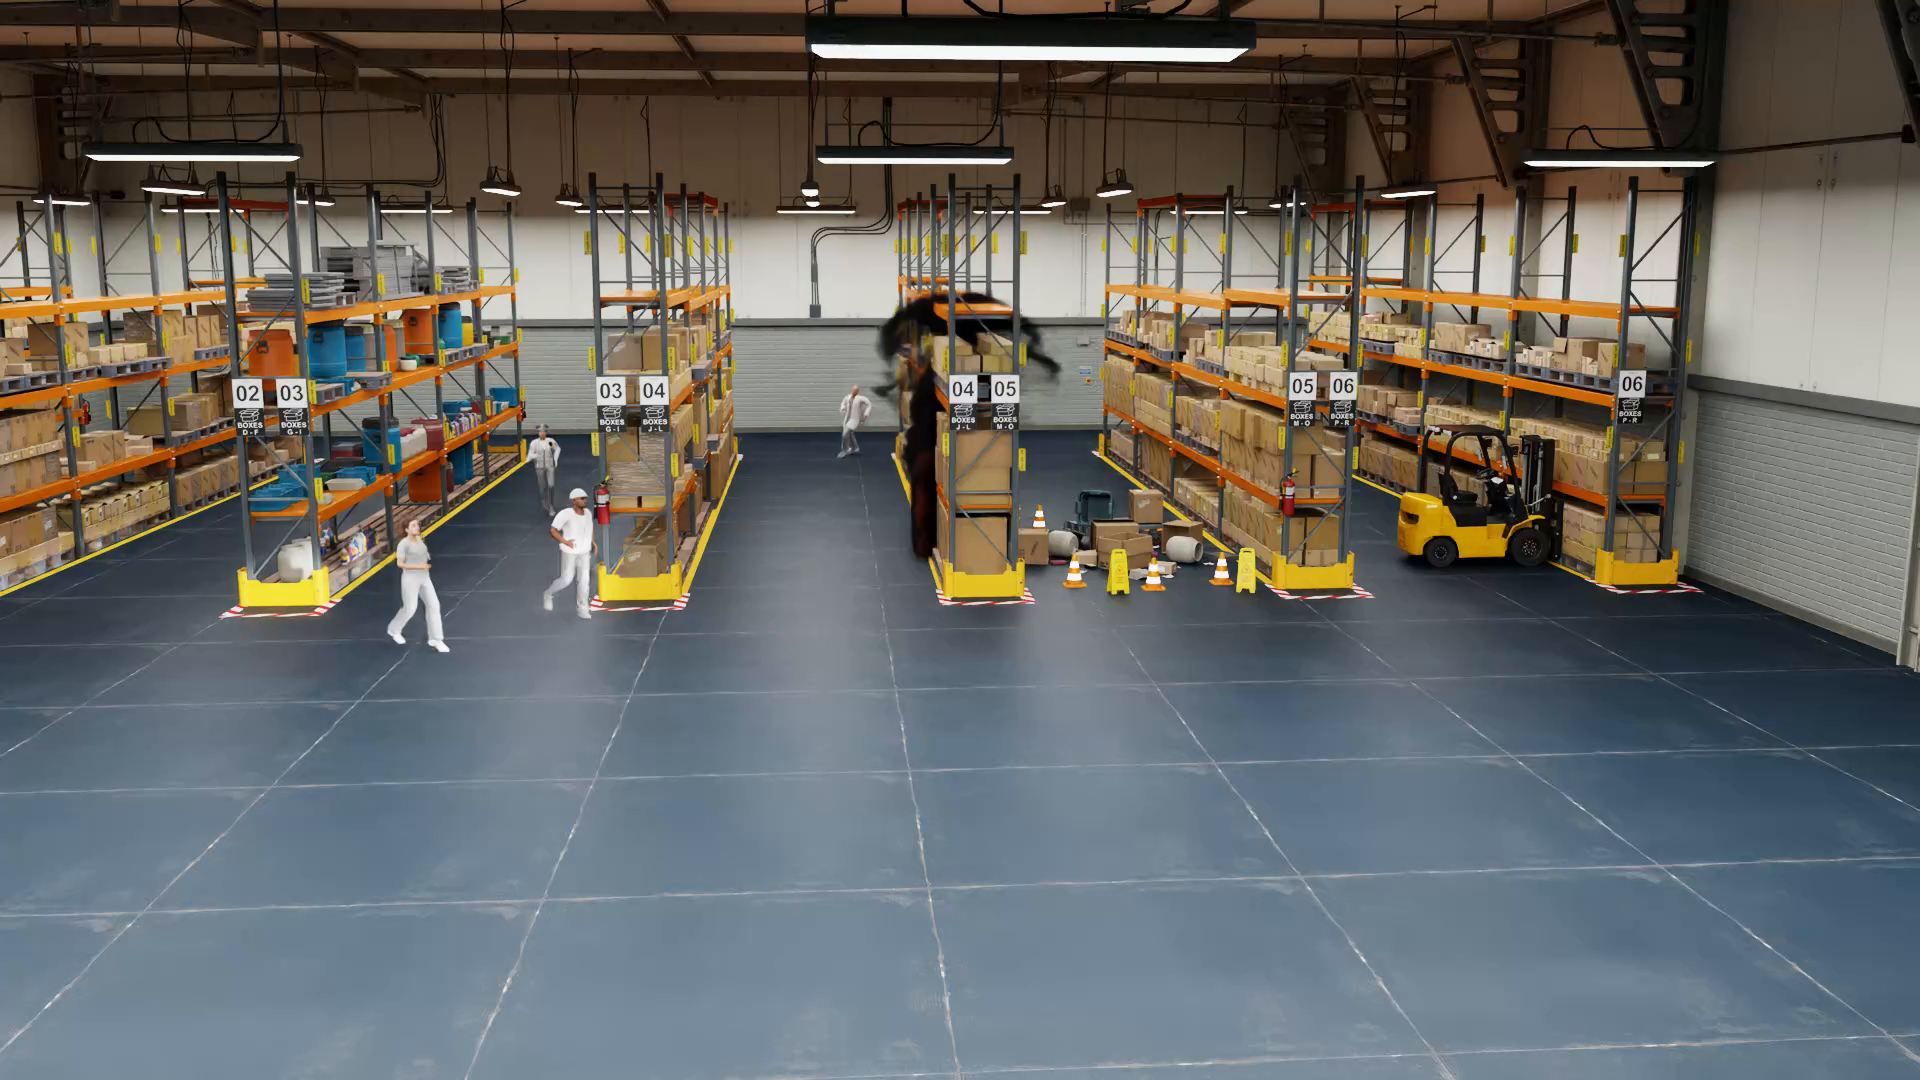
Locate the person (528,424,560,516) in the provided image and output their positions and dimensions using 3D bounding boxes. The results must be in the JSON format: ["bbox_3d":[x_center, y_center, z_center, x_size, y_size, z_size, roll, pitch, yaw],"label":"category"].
[{"bbox_3d":[-7.844,-1.328,31.418,0.594,1.748,0.753,-2,10,-12],"label":"person"}]

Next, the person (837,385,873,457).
[{"bbox_3d":[-2.550,-2.853,40.051,0.829,1.762,0.801,8,13,37],"label":"person"}]

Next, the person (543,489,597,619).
[{"bbox_3d":[-5.228,0.160,22.734,0.962,1.728,0.764,9,13,42],"label":"person"}]

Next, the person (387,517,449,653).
[{"bbox_3d":[-6.823,0.667,20.813,0.914,1.451,0.575,5,11,26],"label":"person"}]
